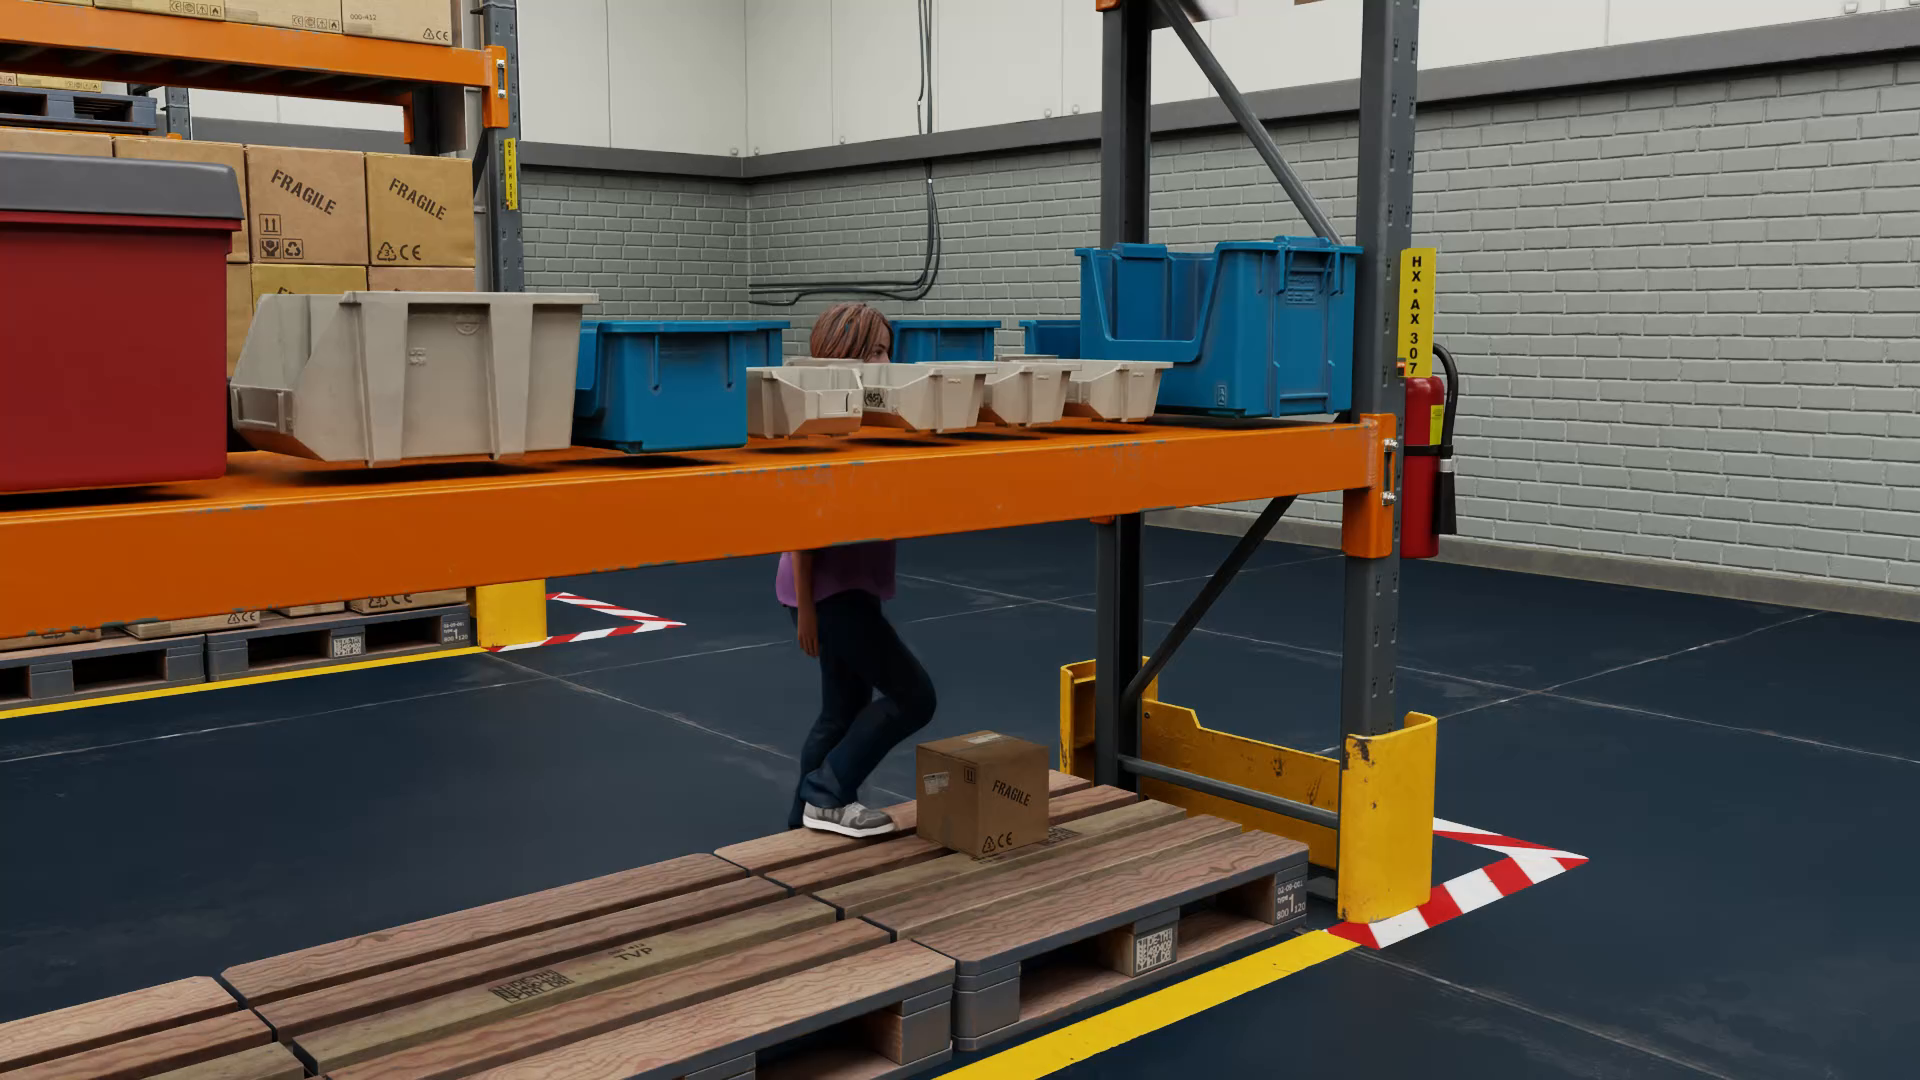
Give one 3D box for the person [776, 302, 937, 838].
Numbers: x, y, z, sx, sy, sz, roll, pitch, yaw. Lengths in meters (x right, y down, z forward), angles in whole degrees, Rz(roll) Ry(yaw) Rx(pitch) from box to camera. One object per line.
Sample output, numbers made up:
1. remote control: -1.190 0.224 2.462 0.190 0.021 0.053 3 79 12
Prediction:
1. person: -0.277 0.194 4.444 0.526 1.643 0.415 3 8 22
